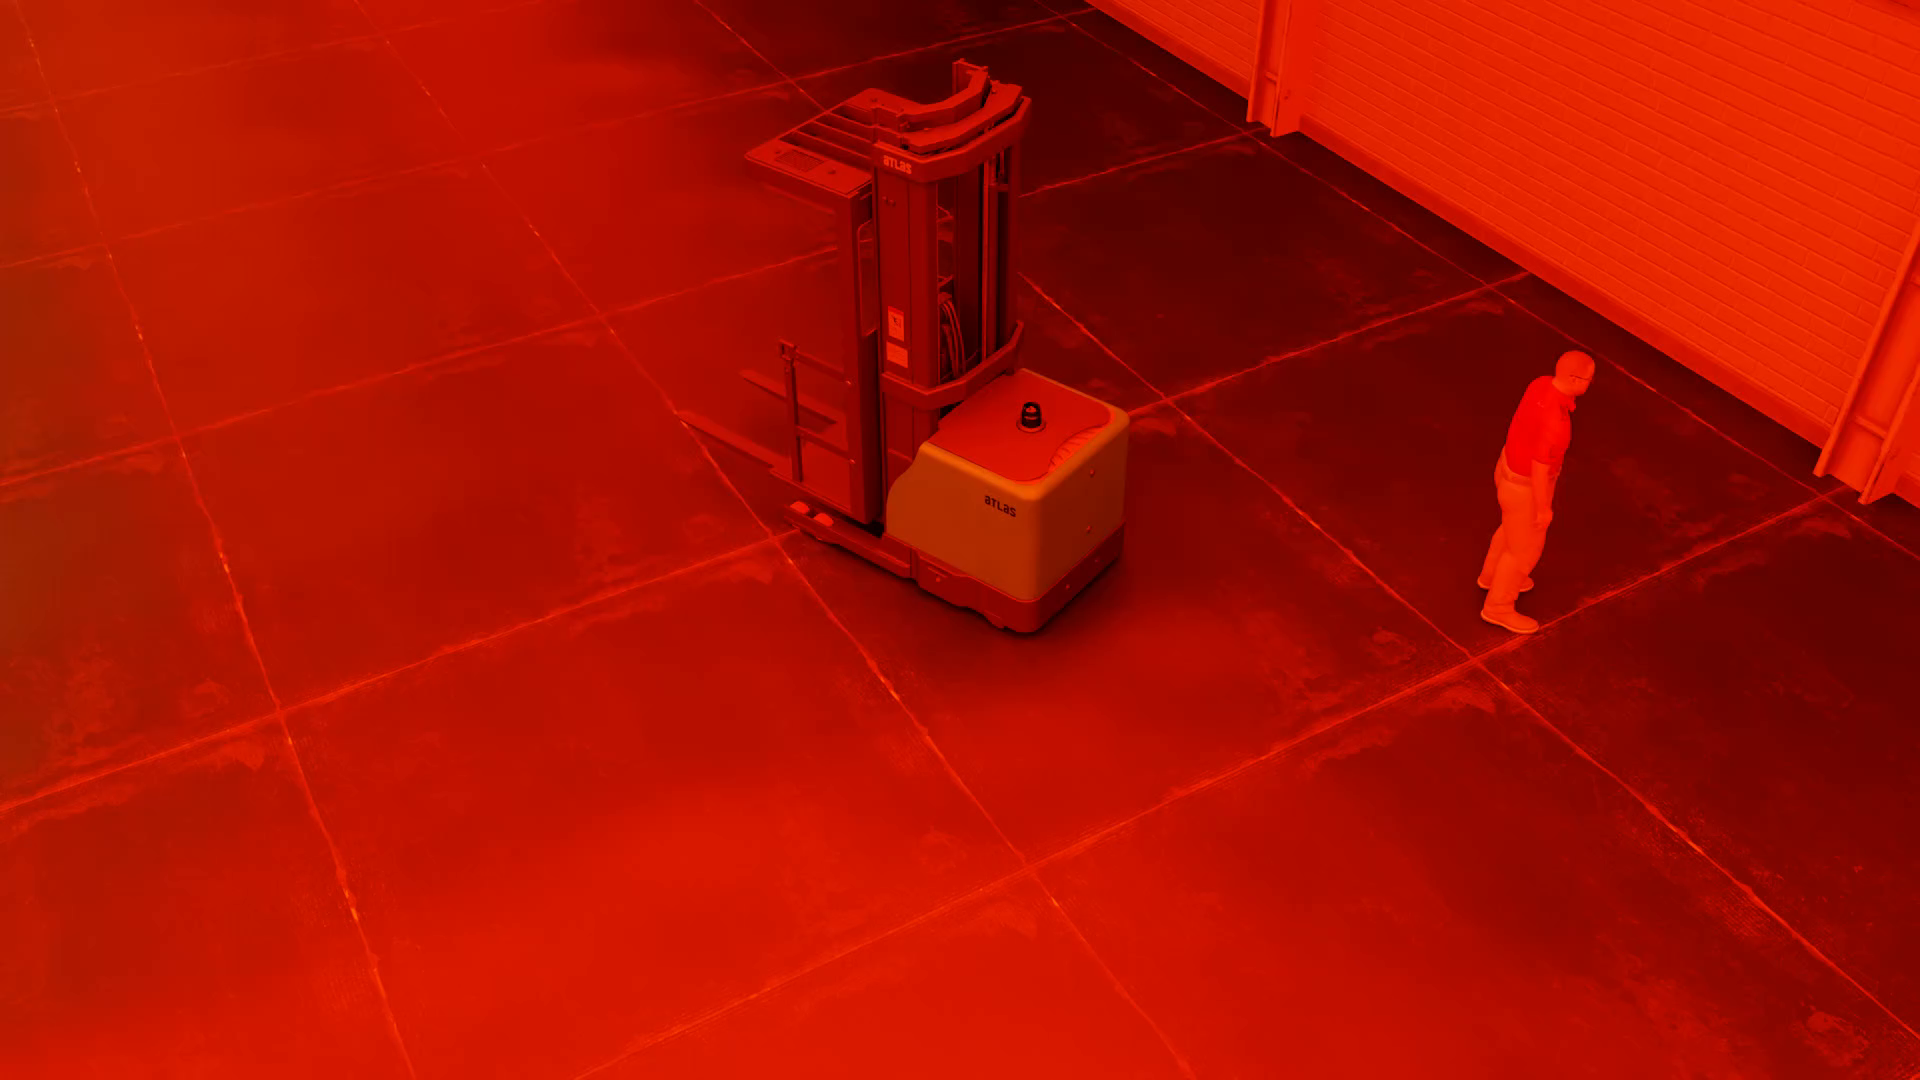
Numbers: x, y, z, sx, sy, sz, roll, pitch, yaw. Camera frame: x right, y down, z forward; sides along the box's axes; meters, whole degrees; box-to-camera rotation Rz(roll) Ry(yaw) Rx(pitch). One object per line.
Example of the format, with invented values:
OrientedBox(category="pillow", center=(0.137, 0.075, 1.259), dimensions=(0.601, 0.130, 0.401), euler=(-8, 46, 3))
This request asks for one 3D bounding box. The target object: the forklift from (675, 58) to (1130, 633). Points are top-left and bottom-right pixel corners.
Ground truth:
OrientedBox(category="forklift", center=(-0.481, -1.366, 9.683), dimensions=(3.031, 2.935, 1.130), euler=(26, 46, 28))

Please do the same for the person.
OrientedBox(category="person", center=(3.222, -0.312, 9.354), dimensions=(0.397, 1.727, 0.607), euler=(5, 40, 6))
